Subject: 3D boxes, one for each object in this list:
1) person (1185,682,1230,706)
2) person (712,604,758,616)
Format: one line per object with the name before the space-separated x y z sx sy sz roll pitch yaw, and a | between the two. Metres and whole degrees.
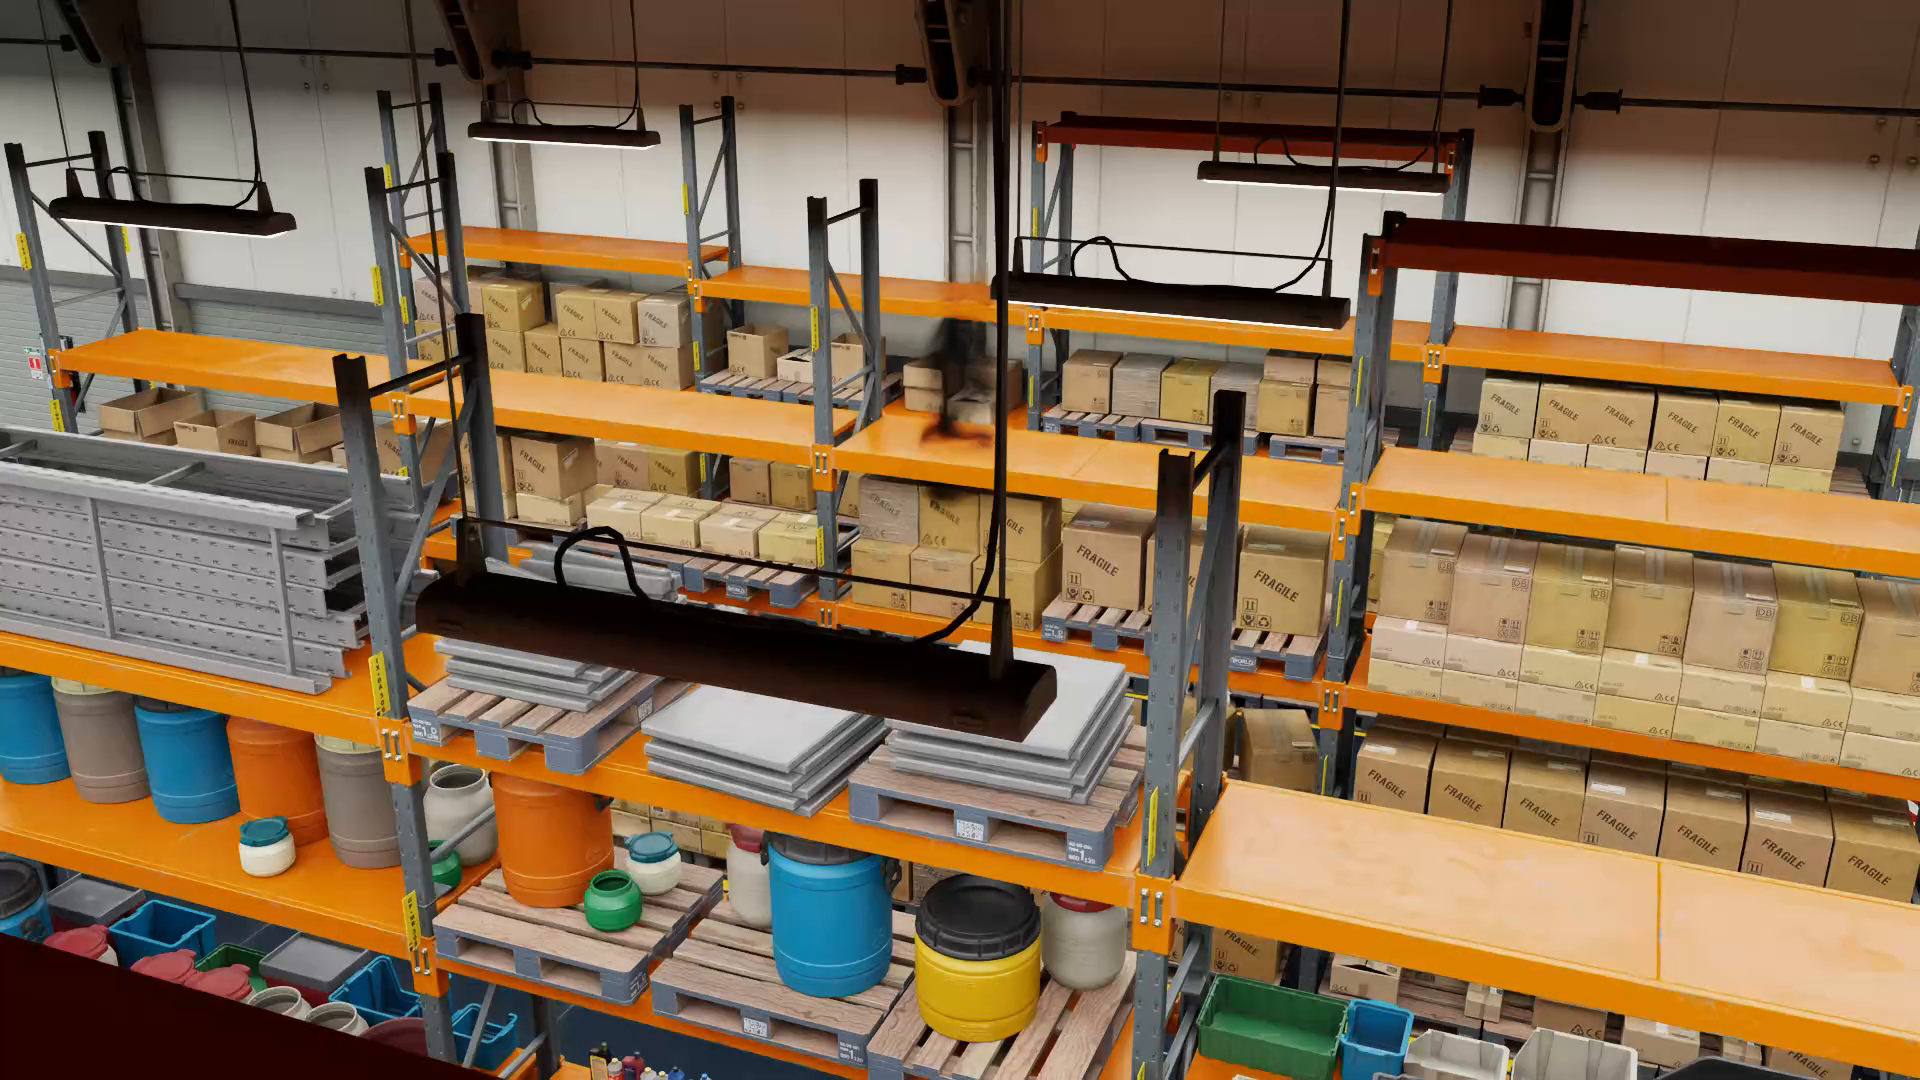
person | 2.319 1.774 15.422 0.830 1.744 0.594 7 22 18
person | -2.374 1.088 17.112 0.637 1.730 0.660 5 21 13
